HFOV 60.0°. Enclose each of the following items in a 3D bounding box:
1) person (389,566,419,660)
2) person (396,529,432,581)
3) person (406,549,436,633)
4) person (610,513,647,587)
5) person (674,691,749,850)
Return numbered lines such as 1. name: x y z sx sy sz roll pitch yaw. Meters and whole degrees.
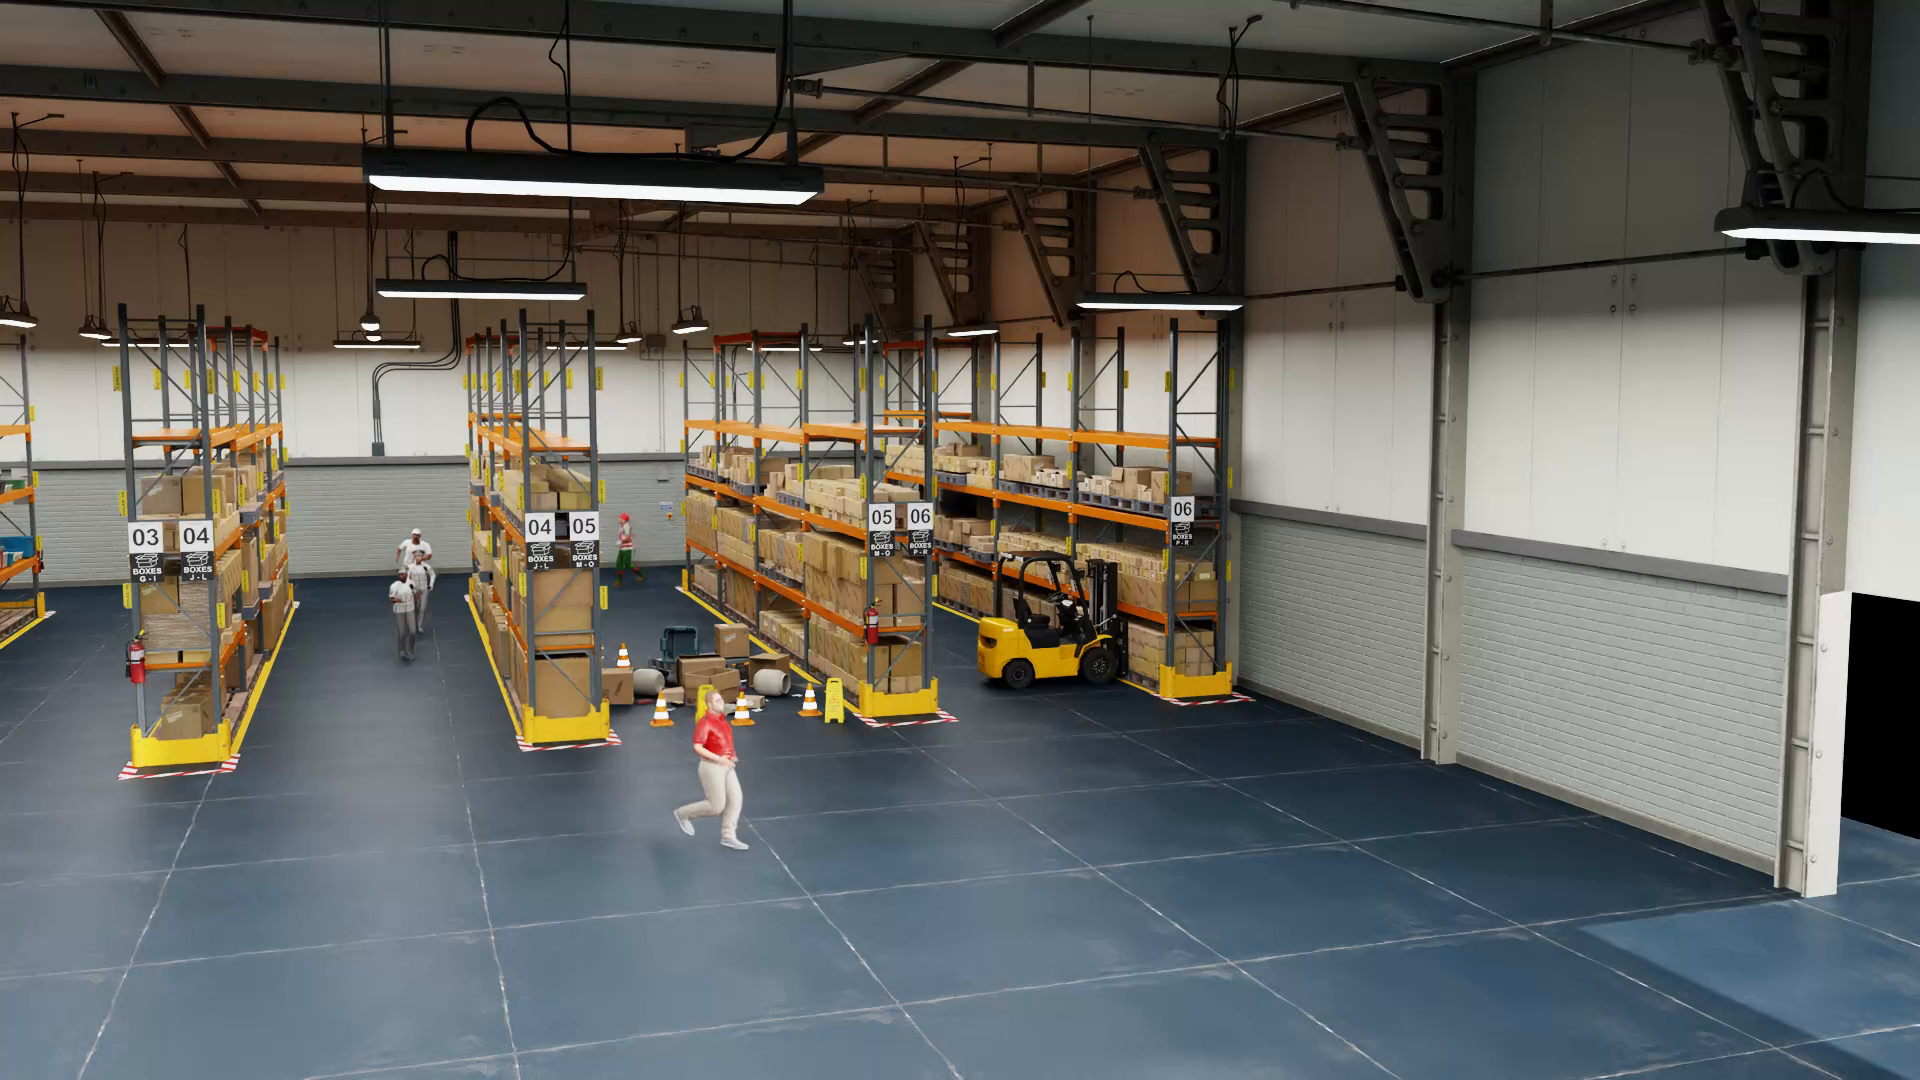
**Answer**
1. person: -9.995 1.329 29.985 0.558 1.723 0.667 -3 6 -27
2. person: -12.233 0.599 37.286 0.764 1.730 0.824 -1 6 -13
3. person: -10.873 1.007 33.516 0.633 1.657 0.773 -2 6 -19
4. person: -8.123 0.250 40.698 0.887 1.802 0.674 -2 6 -18
5. person: -2.665 2.510 17.921 0.816 1.647 0.663 2 6 17
